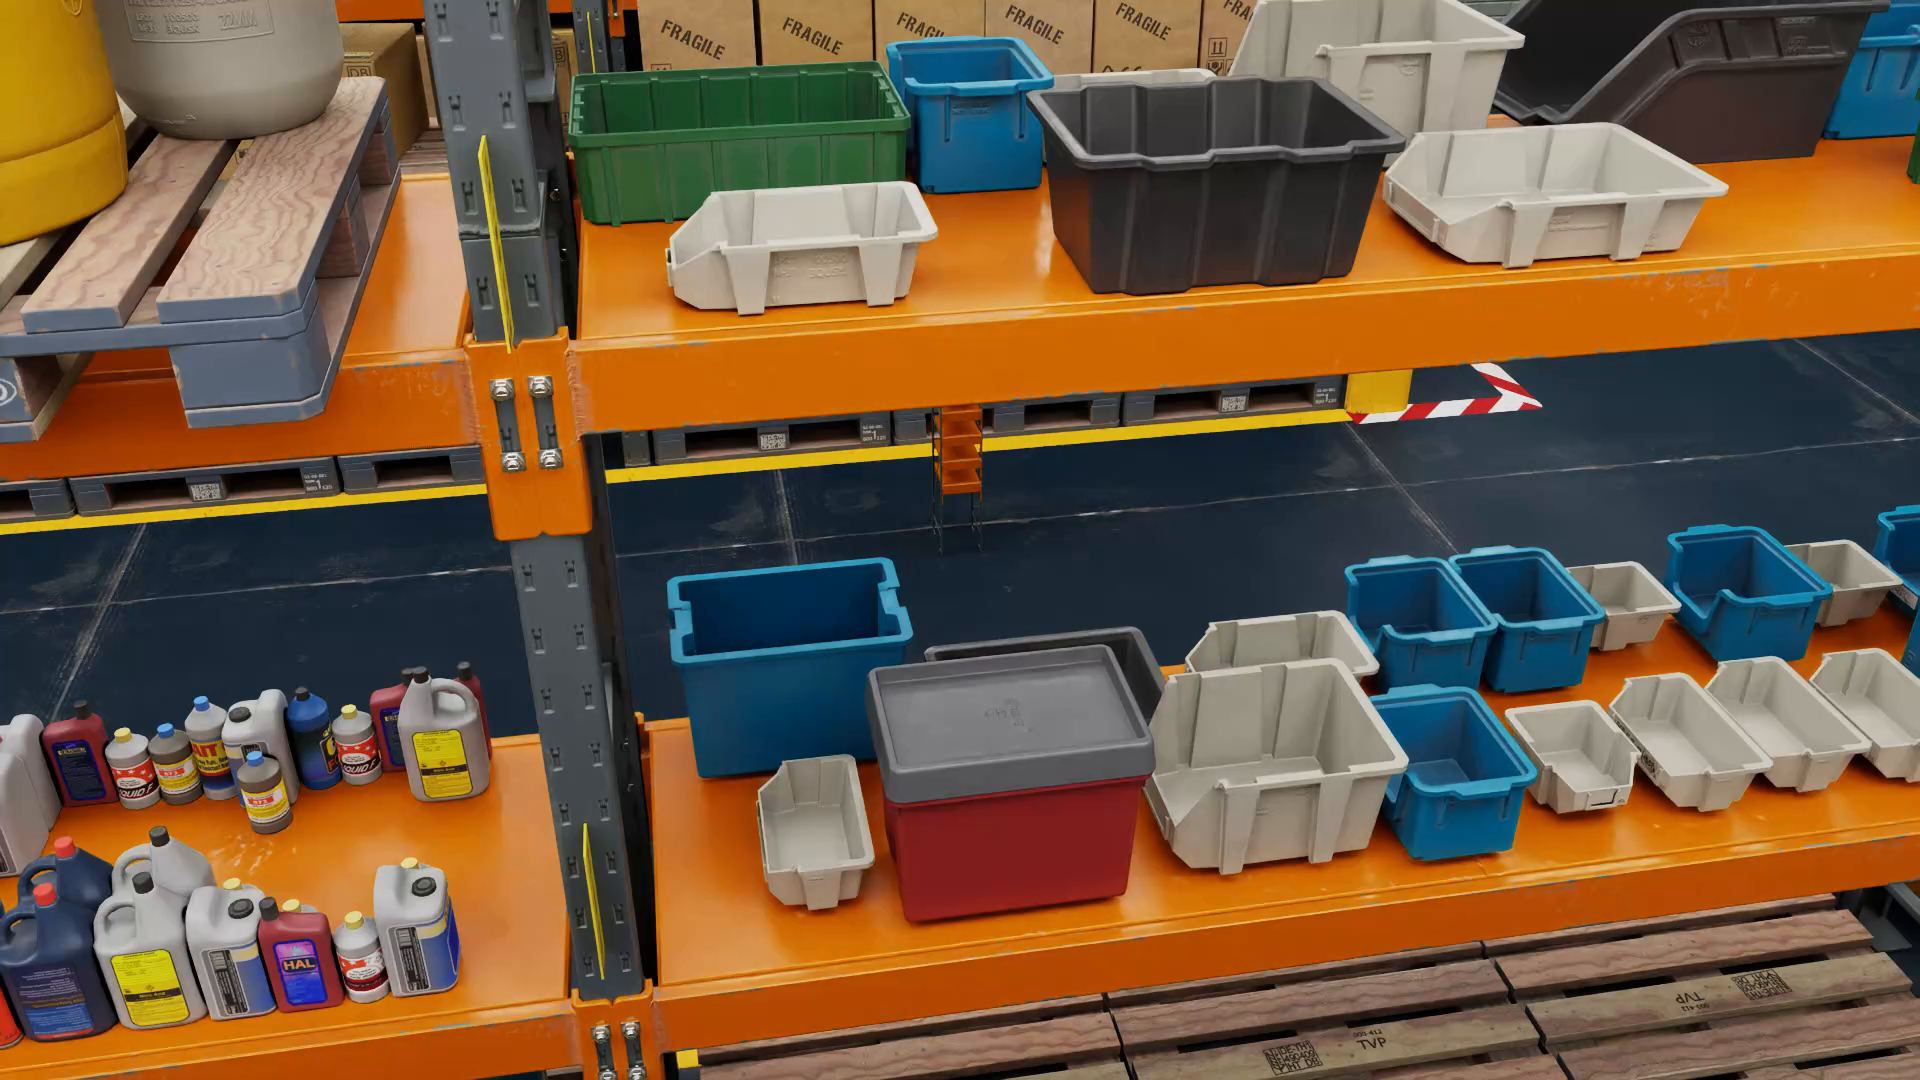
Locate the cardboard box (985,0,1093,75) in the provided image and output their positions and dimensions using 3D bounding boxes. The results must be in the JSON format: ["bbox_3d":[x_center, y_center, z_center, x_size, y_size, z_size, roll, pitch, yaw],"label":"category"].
[{"bbox_3d":[0.324,-2.425,7.830,0.500,0.500,0.500,-4,31,-7],"label":"cardboard box"}]

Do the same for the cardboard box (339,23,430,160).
[{"bbox_3d":[-2.882,-2.105,7.858,0.500,0.500,0.700,-1,30,-1],"label":"cardboard box"}]

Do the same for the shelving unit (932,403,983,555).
[{"bbox_3d":[-0.014,-0.516,7.444,0.189,1.200,0.258,-5,31,-9],"label":"shelving unit"}]

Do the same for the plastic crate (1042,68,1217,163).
[{"bbox_3d":[0.360,-0.922,3.660,0.466,0.136,0.293,-5,31,-9],"label":"plastic crate"}]

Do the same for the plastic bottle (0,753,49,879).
[{"bbox_3d":[-2.230,0.629,3.843,0.135,0.276,0.152,-5,31,-9],"label":"plastic bottle"}]

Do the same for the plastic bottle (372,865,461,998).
[{"bbox_3d":[-1.152,0.814,3.529,0.135,0.276,0.152,-5,31,-9],"label":"plastic bottle"}]

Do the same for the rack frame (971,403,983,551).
[{"bbox_3d":[0.076,-0.524,7.458,0.006,1.200,0.240,-5,31,-9],"label":"rack frame"}]

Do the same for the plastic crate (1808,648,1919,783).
[{"bbox_3d":[2.343,0.450,4.226,0.243,0.136,0.396,-5,31,-9],"label":"plastic crate"}]

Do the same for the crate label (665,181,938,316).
[{"bbox_3d":[-0.289,-0.517,2.971,0.466,0.136,0.293,-5,31,-9],"label":"crate label"}]

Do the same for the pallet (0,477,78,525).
[{"bbox_3d":[-4.904,-0.389,8.203,1.213,0.211,1.003,-5,31,-9],"label":"pallet"}]

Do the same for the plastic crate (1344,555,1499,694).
[{"bbox_3d":[1.220,0.250,4.471,0.300,0.233,0.416,-5,31,-9],"label":"plastic crate"}]

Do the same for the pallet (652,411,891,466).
[{"bbox_3d":[-1.035,-0.767,8.846,1.213,0.211,1.003,-5,31,-9],"label":"pallet"}]

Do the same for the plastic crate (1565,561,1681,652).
[{"bbox_3d":[1.812,0.194,4.662,0.298,0.136,0.250,-5,31,-9],"label":"plastic crate"}]

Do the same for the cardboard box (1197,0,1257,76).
[{"bbox_3d":[1.339,-2.522,7.995,0.500,0.500,0.500,-4,31,-8],"label":"cardboard box"}]

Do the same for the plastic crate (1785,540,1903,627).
[{"bbox_3d":[2.480,0.132,4.767,0.298,0.136,0.250,-5,31,-9],"label":"plastic crate"}]

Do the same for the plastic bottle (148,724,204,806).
[{"bbox_3d":[-1.921,0.540,4.068,0.097,0.201,0.097,0,30,0],"label":"plastic bottle"}]

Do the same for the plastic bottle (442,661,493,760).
[{"bbox_3d":[-1.260,0.434,4.167,0.133,0.283,0.061,-5,31,-9],"label":"plastic bottle"}]

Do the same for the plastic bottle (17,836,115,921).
[{"bbox_3d":[-1.875,0.776,3.519,0.185,0.351,0.144,-5,31,-9],"label":"plastic bottle"}]

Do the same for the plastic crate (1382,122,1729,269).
[{"bbox_3d":[1.124,-0.669,3.229,0.530,0.136,0.437,-5,31,-9],"label":"plastic crate"}]

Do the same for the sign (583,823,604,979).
[{"bbox_3d":[-0.725,0.718,3.296,0.005,0.325,0.100,-5,31,-9],"label":"sign"}]

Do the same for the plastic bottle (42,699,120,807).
[{"bbox_3d":[-2.133,0.515,4.030,0.133,0.283,0.061,-5,31,-9],"label":"plastic bottle"}]

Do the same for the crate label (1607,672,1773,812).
[{"bbox_3d":[1.785,0.507,4.129,0.243,0.136,0.396,-5,31,-9],"label":"crate label"}]

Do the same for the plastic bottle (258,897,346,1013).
[{"bbox_3d":[-1.371,0.854,3.453,0.133,0.283,0.061,-5,31,-9],"label":"plastic bottle"}]

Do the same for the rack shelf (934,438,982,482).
[{"bbox_3d":[-0.014,-0.374,7.527,0.180,0.103,0.258,-5,31,-9],"label":"rack shelf"}]

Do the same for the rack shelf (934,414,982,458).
[{"bbox_3d":[-0.014,-0.478,7.466,0.180,0.103,0.258,-5,31,-9],"label":"rack shelf"}]

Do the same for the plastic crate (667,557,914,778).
[{"bbox_3d":[-0.425,0.331,4.184,0.575,0.384,0.392,-5,31,-9],"label":"plastic crate"}]

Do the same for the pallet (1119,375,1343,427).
[{"bbox_3d":[1.365,-0.990,9.225,1.213,0.211,1.003,-5,31,-9],"label":"pallet"}]

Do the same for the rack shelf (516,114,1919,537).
[{"bbox_3d":[1.145,-0.602,3.566,4.000,0.370,1.077,-5,31,-9],"label":"rack shelf"}]

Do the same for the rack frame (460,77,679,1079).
[{"bbox_3d":[-0.822,0.563,3.833,0.127,3.000,1.000,-5,31,-9],"label":"rack frame"}]

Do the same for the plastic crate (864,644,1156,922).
[{"bbox_3d":[0.101,0.553,3.728,0.583,0.464,0.402,-5,31,-9],"label":"plastic crate"}]

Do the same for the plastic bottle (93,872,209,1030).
[{"bbox_3d":[-1.668,0.831,3.425,0.185,0.351,0.144,-5,31,-9],"label":"plastic bottle"}]

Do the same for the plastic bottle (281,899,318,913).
[{"bbox_3d":[-1.403,0.852,3.538,0.097,0.201,0.097,0,30,0],"label":"plastic bottle"}]

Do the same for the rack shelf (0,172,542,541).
[{"bbox_3d":[-2.790,-0.237,2.945,4.000,0.370,1.077,-5,31,-9],"label":"rack shelf"}]

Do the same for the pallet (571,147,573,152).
[{"bbox_3d":[-3.352,-3.066,12.757,1.213,0.211,1.003,-5,31,-9],"label":"pallet"}]

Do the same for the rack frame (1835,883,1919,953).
[{"bbox_3d":[3.112,0.198,4.454,0.127,3.000,1.000,-5,31,-9],"label":"rack frame"}]

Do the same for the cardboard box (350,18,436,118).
[{"bbox_3d":[-4.097,-3.424,12.320,0.750,0.750,0.750,-4,31,-7],"label":"cardboard box"}]

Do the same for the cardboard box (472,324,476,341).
[{"bbox_3d":[-2.145,-0.831,8.236,0.500,0.500,0.500,-5,31,-9],"label":"cardboard box"}]

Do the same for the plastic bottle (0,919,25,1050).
[{"bbox_3d":[-2.007,0.893,3.394,0.135,0.276,0.152,-5,31,-9],"label":"plastic bottle"}]

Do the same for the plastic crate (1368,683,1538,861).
[{"bbox_3d":[1.138,0.559,3.945,0.300,0.233,0.416,-5,31,-9],"label":"plastic crate"}]

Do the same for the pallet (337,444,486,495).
[{"bbox_3d":[-2.504,-0.612,8.582,1.213,0.211,1.003,-5,31,-9],"label":"pallet"}]

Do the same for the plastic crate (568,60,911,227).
[{"bbox_3d":[-0.460,-0.828,3.449,0.662,0.188,0.450,-5,31,-9],"label":"plastic crate"}]

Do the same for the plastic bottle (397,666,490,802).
[{"bbox_3d":[-1.267,0.459,4.060,0.185,0.351,0.144,-5,31,-9],"label":"plastic bottle"}]

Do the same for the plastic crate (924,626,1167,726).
[{"bbox_3d":[0.230,0.420,4.289,0.590,0.125,0.437,-5,31,-9],"label":"plastic crate"}]

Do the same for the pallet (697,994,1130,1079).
[{"bbox_3d":[-0.106,1.679,4.687,1.213,0.211,1.003,-5,31,-9],"label":"pallet"}]

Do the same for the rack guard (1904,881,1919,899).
[{"bbox_3d":[3.134,1.267,5.102,0.348,0.500,1.175,-5,31,-9],"label":"rack guard"}]

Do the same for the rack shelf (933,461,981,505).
[{"bbox_3d":[-0.014,-0.271,7.588,0.180,0.103,0.258,-5,31,-9],"label":"rack shelf"}]

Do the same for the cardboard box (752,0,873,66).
[{"bbox_3d":[-0.689,-2.331,7.670,0.500,0.500,0.500,-6,31,-10],"label":"cardboard box"}]

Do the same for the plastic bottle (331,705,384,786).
[{"bbox_3d":[-1.501,0.501,4.134,0.097,0.201,0.097,0,30,0],"label":"plastic bottle"}]

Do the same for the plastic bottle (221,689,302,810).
[{"bbox_3d":[-1.706,0.502,4.059,0.135,0.276,0.152,-5,31,-9],"label":"plastic bottle"}]

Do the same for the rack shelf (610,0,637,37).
[{"bbox_3d":[-0.639,-4.249,12.726,4.000,0.370,1.077,-5,31,-9],"label":"rack shelf"}]

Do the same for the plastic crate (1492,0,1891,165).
[{"bbox_3d":[1.560,-1.066,3.705,0.767,0.338,0.504,-5,31,-9],"label":"plastic crate"}]

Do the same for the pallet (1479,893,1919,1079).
[{"bbox_3d":[2.294,1.456,5.066,1.213,0.211,1.003,-5,31,-9],"label":"pallet"}]

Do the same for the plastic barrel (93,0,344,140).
[{"bbox_3d":[-1.385,-1.047,3.063,0.433,0.535,0.433,0,30,0],"label":"plastic barrel"}]
